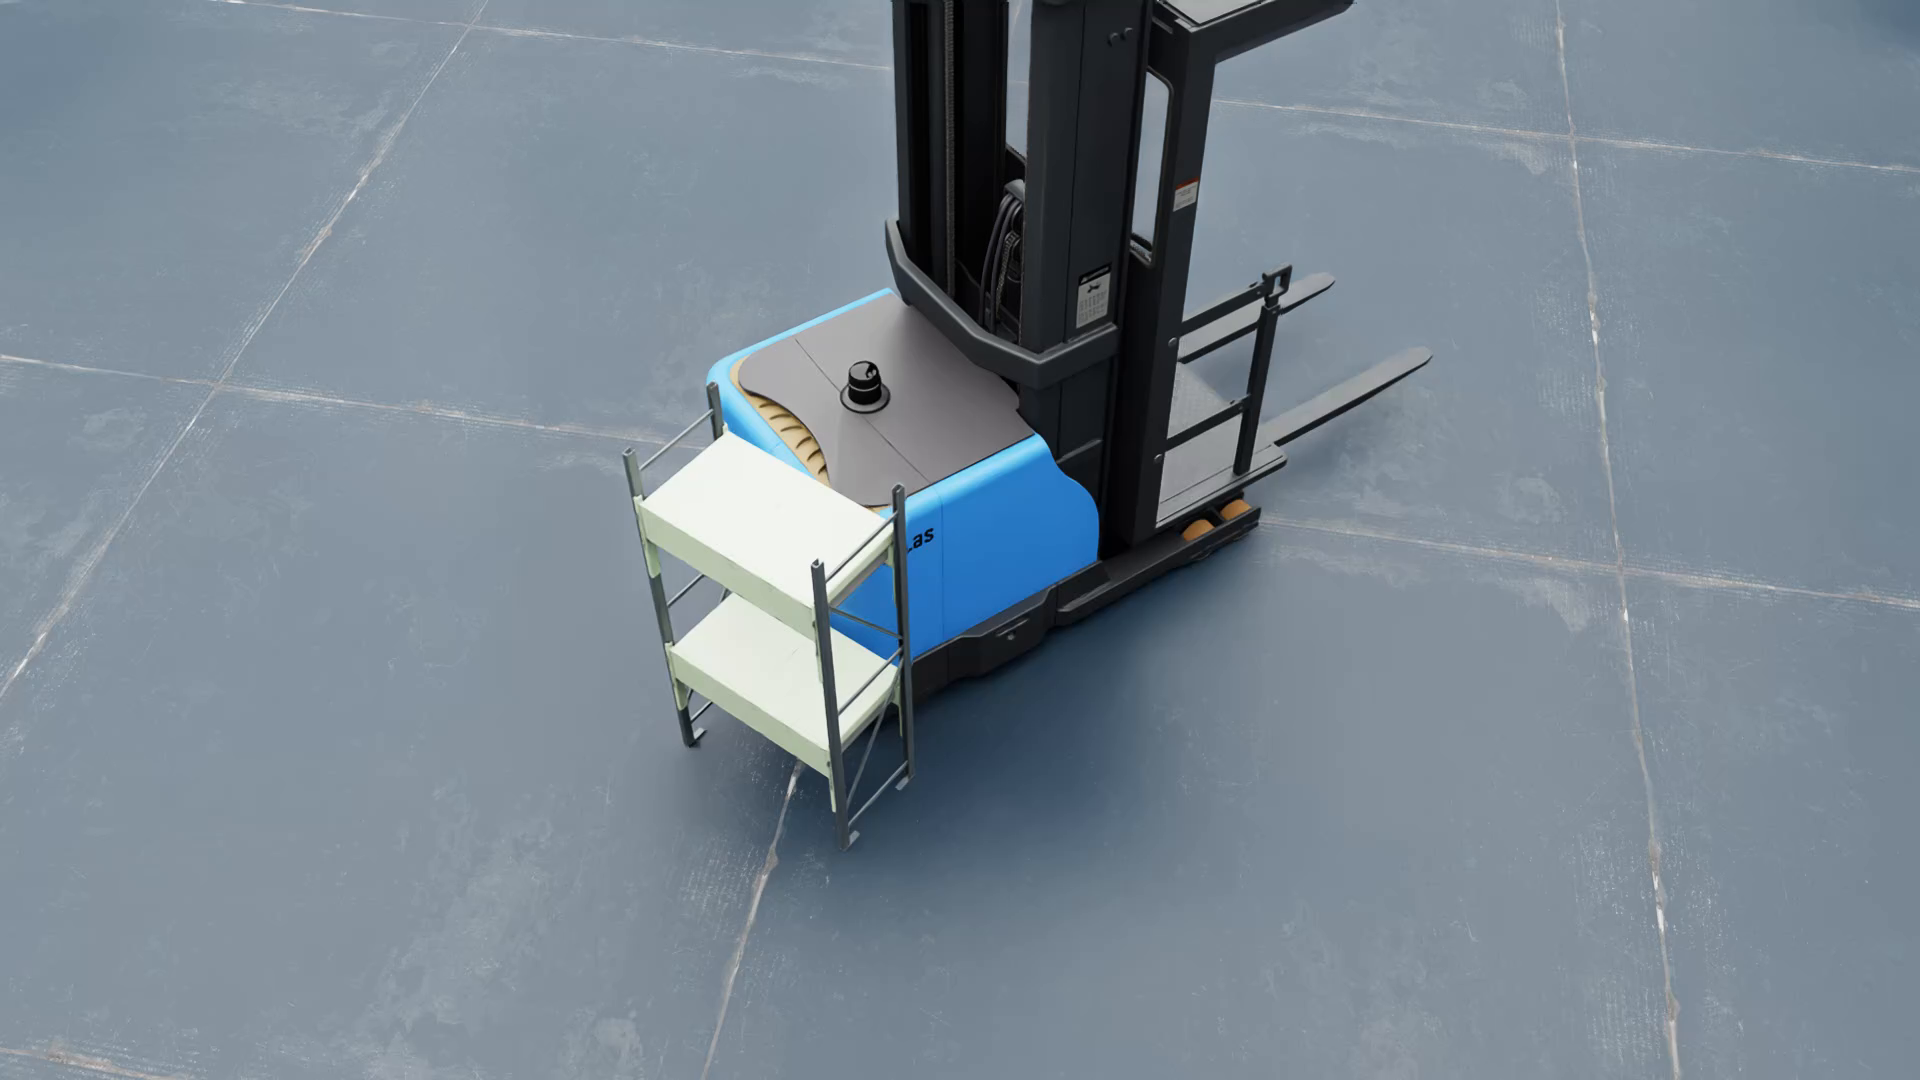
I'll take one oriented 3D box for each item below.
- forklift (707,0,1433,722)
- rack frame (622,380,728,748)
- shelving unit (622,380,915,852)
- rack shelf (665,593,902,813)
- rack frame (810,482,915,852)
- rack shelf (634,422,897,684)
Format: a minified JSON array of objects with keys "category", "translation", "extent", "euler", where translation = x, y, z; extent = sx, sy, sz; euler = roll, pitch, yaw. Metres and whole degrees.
[{"category":"forklift","translation":[0.598,-1.198,5.828],"extent":[3.031,2.935,1.130],"euler":[-27,53,-22]},{"category":"rack frame","translation":[-0.876,0.129,5.597],"extent":[0.023,1.500,0.400],"euler":[29,54,24]},{"category":"shelving unit","translation":[-0.583,0.293,5.451],"extent":[0.755,1.500,0.431],"euler":[29,54,24]},{"category":"rack shelf","translation":[-0.583,0.510,5.693],"extent":[0.720,0.370,0.431],"euler":[29,54,24]},{"category":"rack frame","translation":[-0.290,0.456,5.304],"extent":[0.023,1.500,0.400],"euler":[29,54,24]},{"category":"rack shelf","translation":[-0.583,0.032,5.160],"extent":[0.720,0.370,0.431],"euler":[29,54,24]}]
